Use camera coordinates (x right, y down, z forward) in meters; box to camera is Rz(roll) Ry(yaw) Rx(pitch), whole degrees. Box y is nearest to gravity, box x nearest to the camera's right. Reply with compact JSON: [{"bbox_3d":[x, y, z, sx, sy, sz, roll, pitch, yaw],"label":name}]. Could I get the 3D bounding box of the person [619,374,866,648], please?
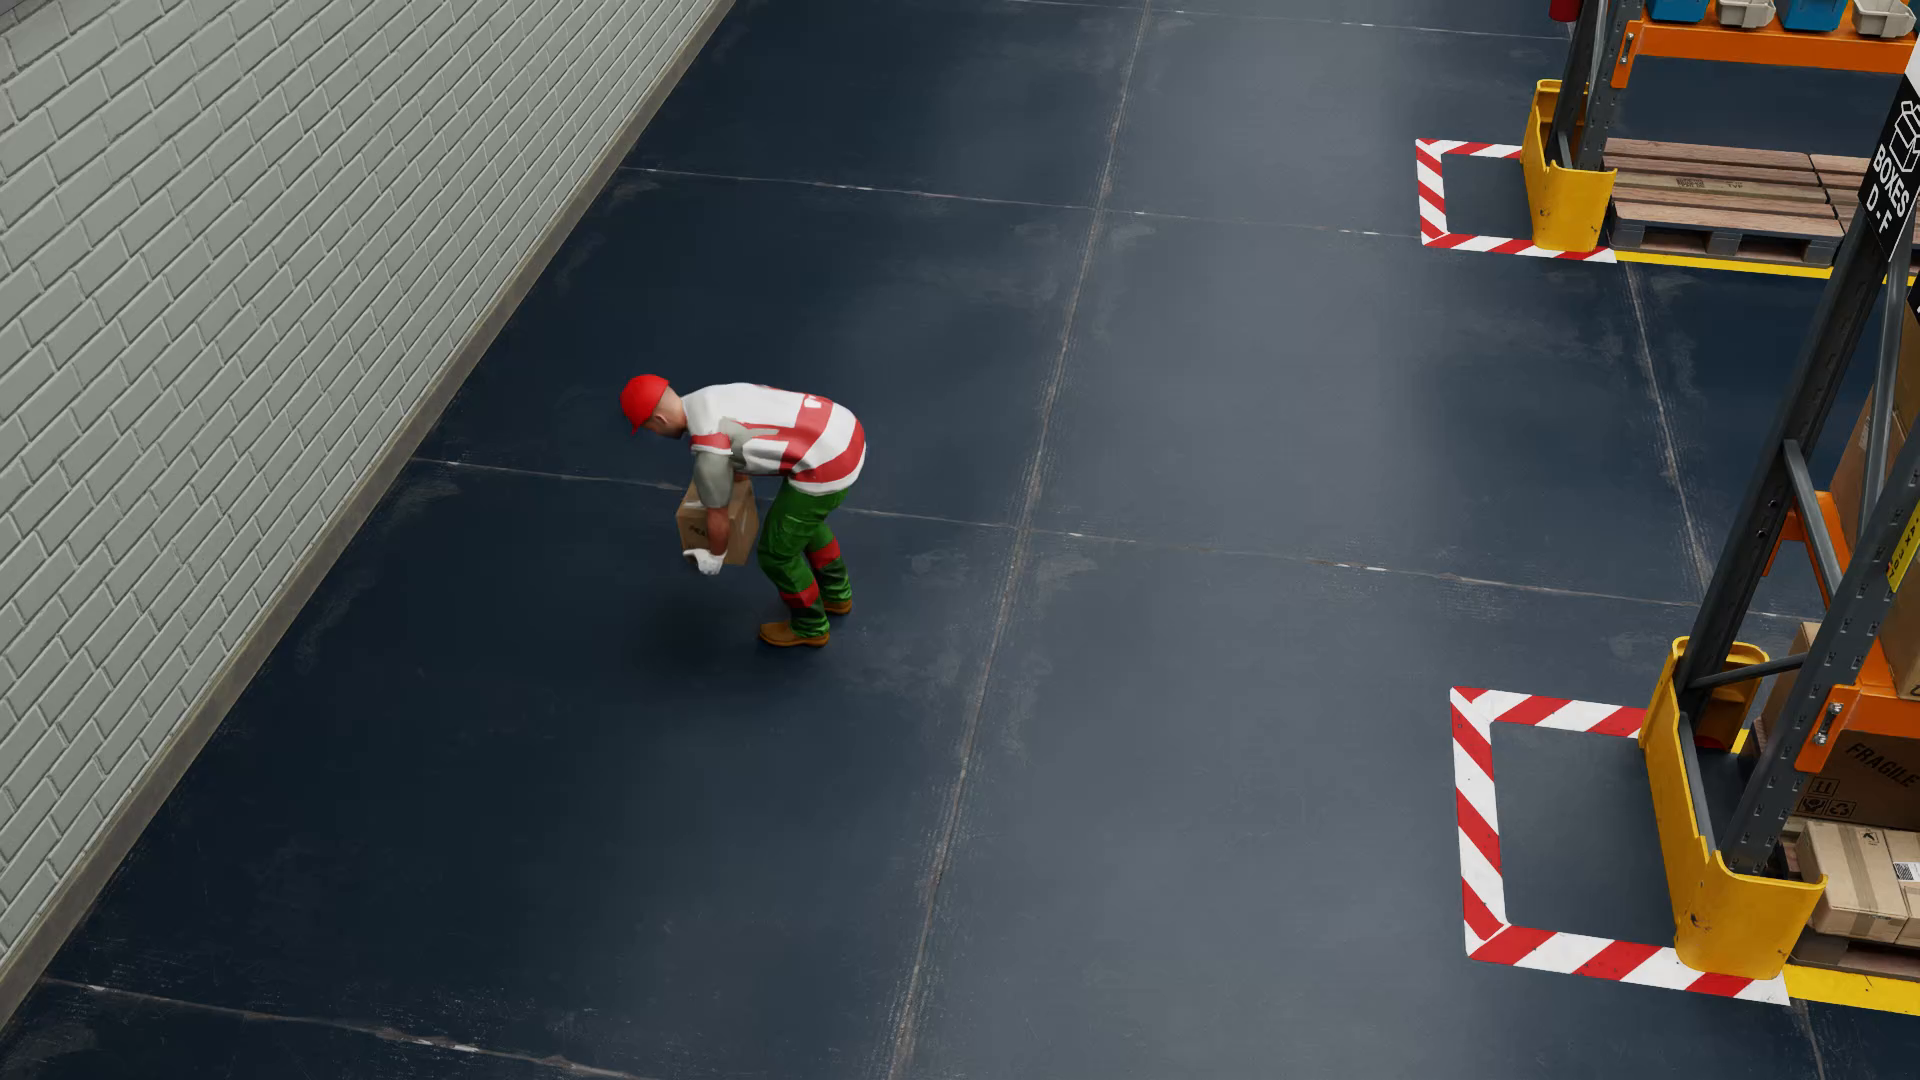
[{"bbox_3d":[-0.845,-0.130,6.731,0.949,1.218,0.486,5,40,6],"label":"person"}]
